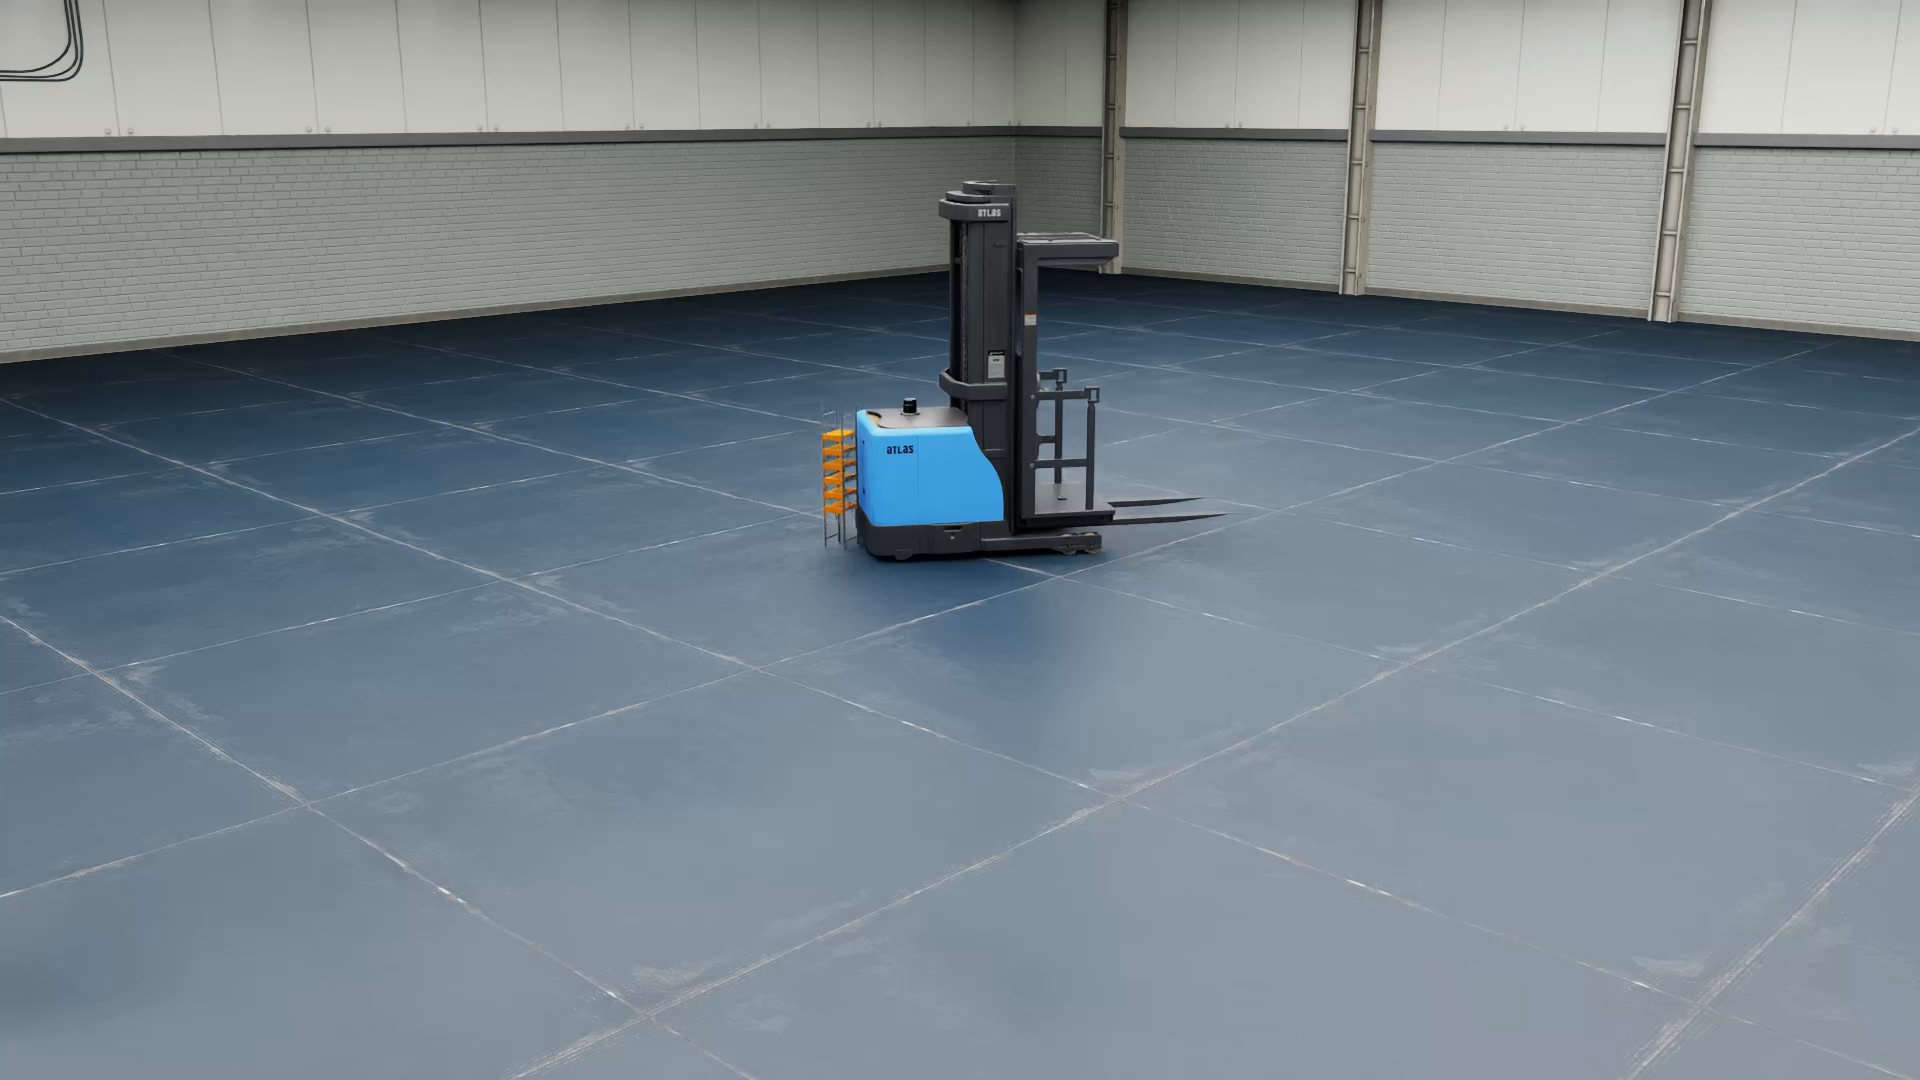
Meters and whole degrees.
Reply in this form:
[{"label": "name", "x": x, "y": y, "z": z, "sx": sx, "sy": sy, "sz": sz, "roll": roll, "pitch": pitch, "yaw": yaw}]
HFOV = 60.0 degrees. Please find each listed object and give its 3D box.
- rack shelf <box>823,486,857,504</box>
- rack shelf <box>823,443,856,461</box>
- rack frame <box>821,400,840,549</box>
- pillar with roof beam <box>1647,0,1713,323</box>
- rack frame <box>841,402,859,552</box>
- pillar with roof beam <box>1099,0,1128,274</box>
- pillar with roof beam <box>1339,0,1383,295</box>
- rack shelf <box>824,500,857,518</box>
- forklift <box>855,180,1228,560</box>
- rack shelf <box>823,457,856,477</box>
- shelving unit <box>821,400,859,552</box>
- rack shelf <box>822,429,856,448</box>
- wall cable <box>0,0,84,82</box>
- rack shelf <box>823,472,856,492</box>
[{"label": "rack shelf", "x": -0.972, "y": -0.361, "z": 13.591, "sx": 0.180, "sy": 0.103, "sz": 0.258, "roll": 7, "pitch": 16, "yaw": 26}, {"label": "rack shelf", "x": -0.973, "y": -0.710, "z": 13.500, "sx": 0.180, "sy": 0.103, "sz": 0.258, "roll": 7, "pitch": 16, "yaw": 26}, {"label": "rack frame", "x": -1.054, "y": -0.531, "z": 13.589, "sx": 0.006, "sy": 1.200, "sz": 0.240, "roll": 7, "pitch": 16, "yaw": 26}, {"label": "pillar with roof beam", "x": 8.930, "y": -7.293, "z": 24.074, "sx": 0.400, "sy": 9.000, "sz": 9.100, "roll": 14, "pitch": 20, "yaw": 42}, {"label": "rack frame", "x": -0.891, "y": -0.510, "z": 13.509, "sx": 0.006, "sy": 1.200, "sz": 0.240, "roll": 7, "pitch": 16, "yaw": 26}, {"label": "pillar with roof beam", "x": 0.292, "y": -9.393, "z": 32.135, "sx": 0.400, "sy": 9.000, "sz": 9.100, "roll": 14, "pitch": 20, "yaw": 42}, {"label": "pillar with roof beam", "x": 4.611, "y": -8.343, "z": 28.104, "sx": 0.400, "sy": 9.000, "sz": 9.100, "roll": 14, "pitch": 20, "yaw": 42}, {"label": "rack shelf", "x": -0.972, "y": -0.245, "z": 13.621, "sx": 0.180, "sy": 0.103, "sz": 0.258, "roll": 7, "pitch": 16, "yaw": 26}, {"label": "forklift", "x": 0.688, "y": -1.426, "z": 13.590, "sx": 3.031, "sy": 2.935, "sz": 1.130, "roll": -3, "pitch": 15, "yaw": -11}, {"label": "rack shelf", "x": -0.972, "y": -0.594, "z": 13.530, "sx": 0.180, "sy": 0.103, "sz": 0.258, "roll": 7, "pitch": 16, "yaw": 26}, {"label": "shelving unit", "x": -0.972, "y": -0.520, "z": 13.549, "sx": 0.189, "sy": 1.200, "sz": 0.258, "roll": 7, "pitch": 16, "yaw": 26}, {"label": "rack shelf", "x": -0.973, "y": -0.826, "z": 13.470, "sx": 0.180, "sy": 0.103, "sz": 0.258, "roll": 7, "pitch": 16, "yaw": 26}, {"label": "wall cable", "x": -13.186, "y": -8.579, "z": 22.264, "sx": 0.169, "sy": 6.003, "sz": 2.305, "roll": 14, "pitch": 20, "yaw": 42}, {"label": "rack shelf", "x": -0.972, "y": -0.477, "z": 13.561, "sx": 0.180, "sy": 0.103, "sz": 0.258, "roll": 7, "pitch": 16, "yaw": 26}]
